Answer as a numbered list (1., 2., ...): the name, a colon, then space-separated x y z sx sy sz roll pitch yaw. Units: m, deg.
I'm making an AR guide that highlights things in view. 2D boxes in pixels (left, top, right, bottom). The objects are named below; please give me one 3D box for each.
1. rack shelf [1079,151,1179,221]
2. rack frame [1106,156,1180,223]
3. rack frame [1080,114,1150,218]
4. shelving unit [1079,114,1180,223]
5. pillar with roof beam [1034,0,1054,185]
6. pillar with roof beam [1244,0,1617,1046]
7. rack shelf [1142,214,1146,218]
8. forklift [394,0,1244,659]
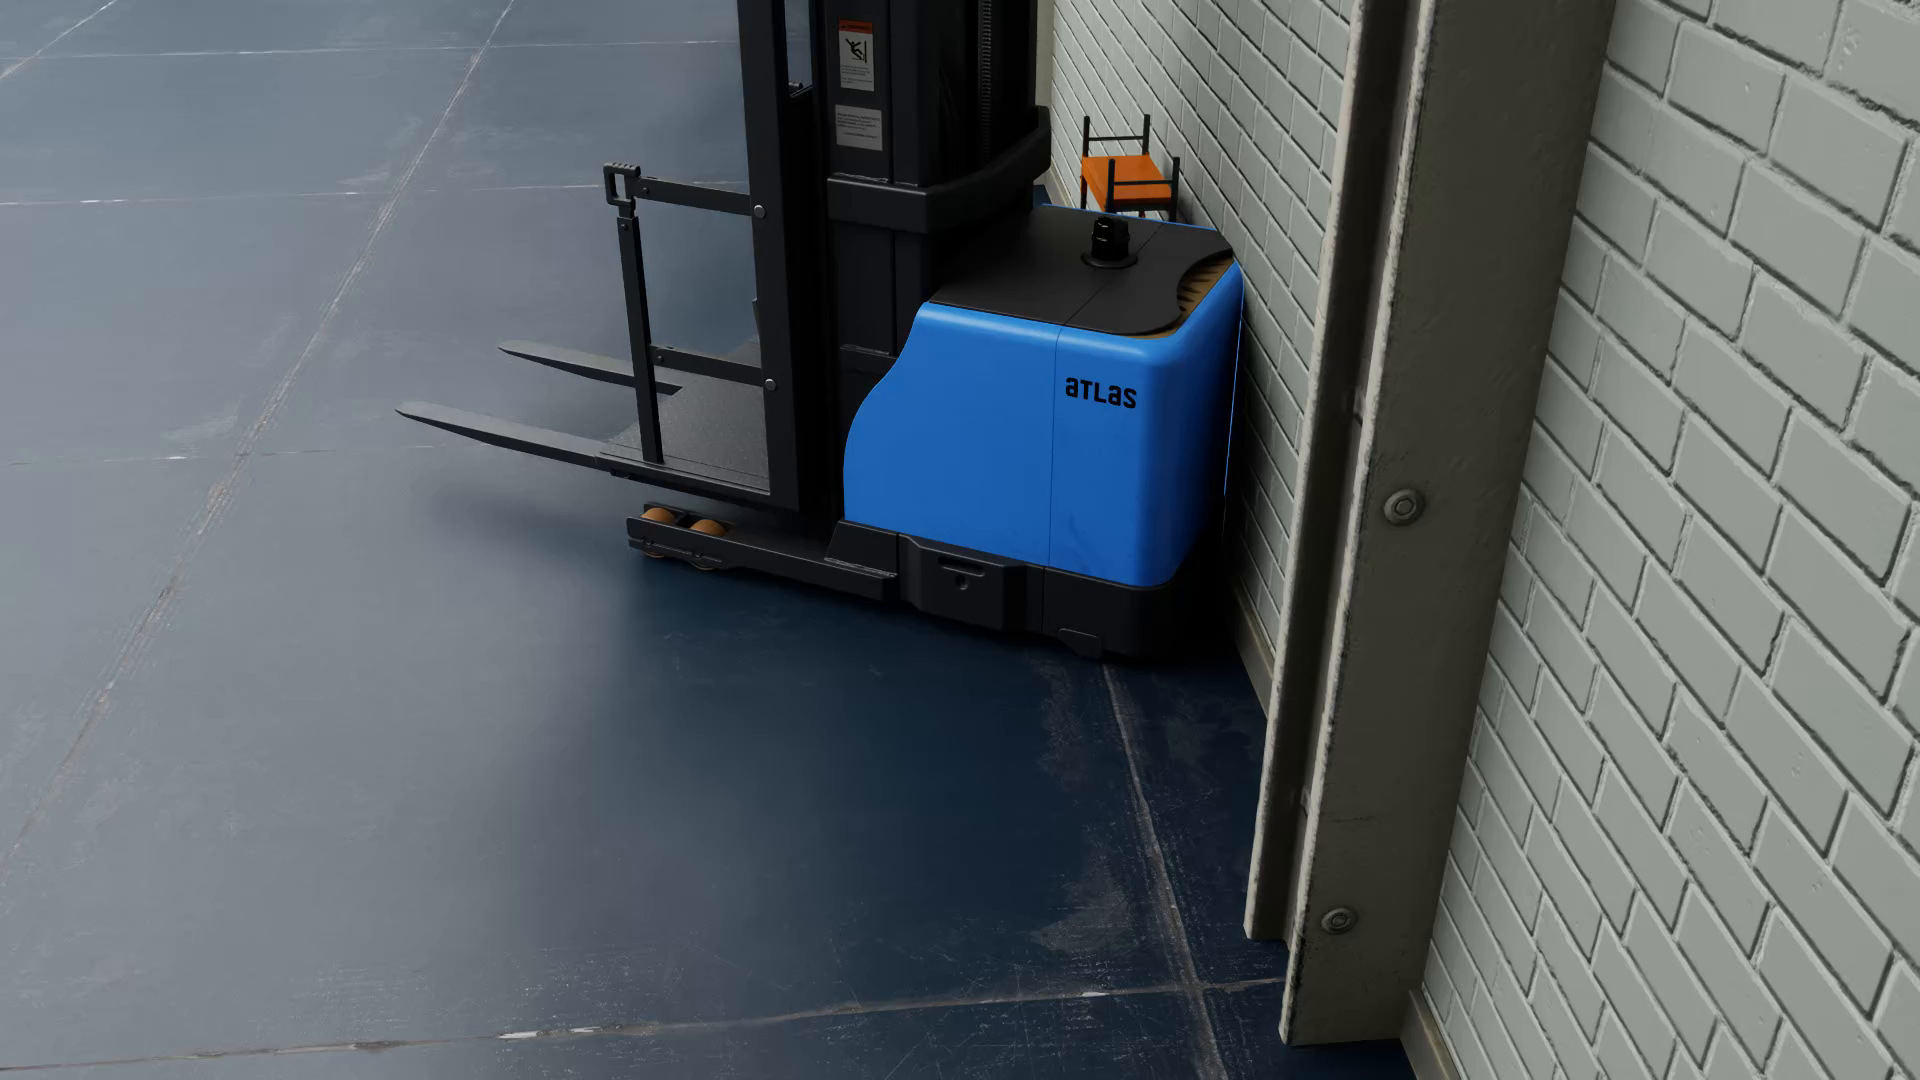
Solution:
1. rack shelf: 0.588 -1.218 5.853 0.258 0.148 0.480 -3 31 -5
2. rack frame: 0.614 -0.756 5.846 0.240 1.200 0.015 -3 31 -5
3. rack frame: 0.563 -1.005 6.262 0.240 1.200 0.015 -3 31 -5
4. shelving unit: 0.588 -0.880 6.054 0.258 1.200 0.503 -3 31 -5
5. pillar with roof beam: -3.968 -5.670 6.467 9.100 9.000 0.400 -3 31 -5
6. pillar with roof beam: -3.408 -2.607 1.339 9.100 9.000 0.400 -3 31 -5
7. rack shelf: 0.588 -1.015 5.974 0.258 0.148 0.480 -3 31 -5
8. forklift: -0.568 -1.389 5.217 3.031 2.935 1.130 13 33 21
